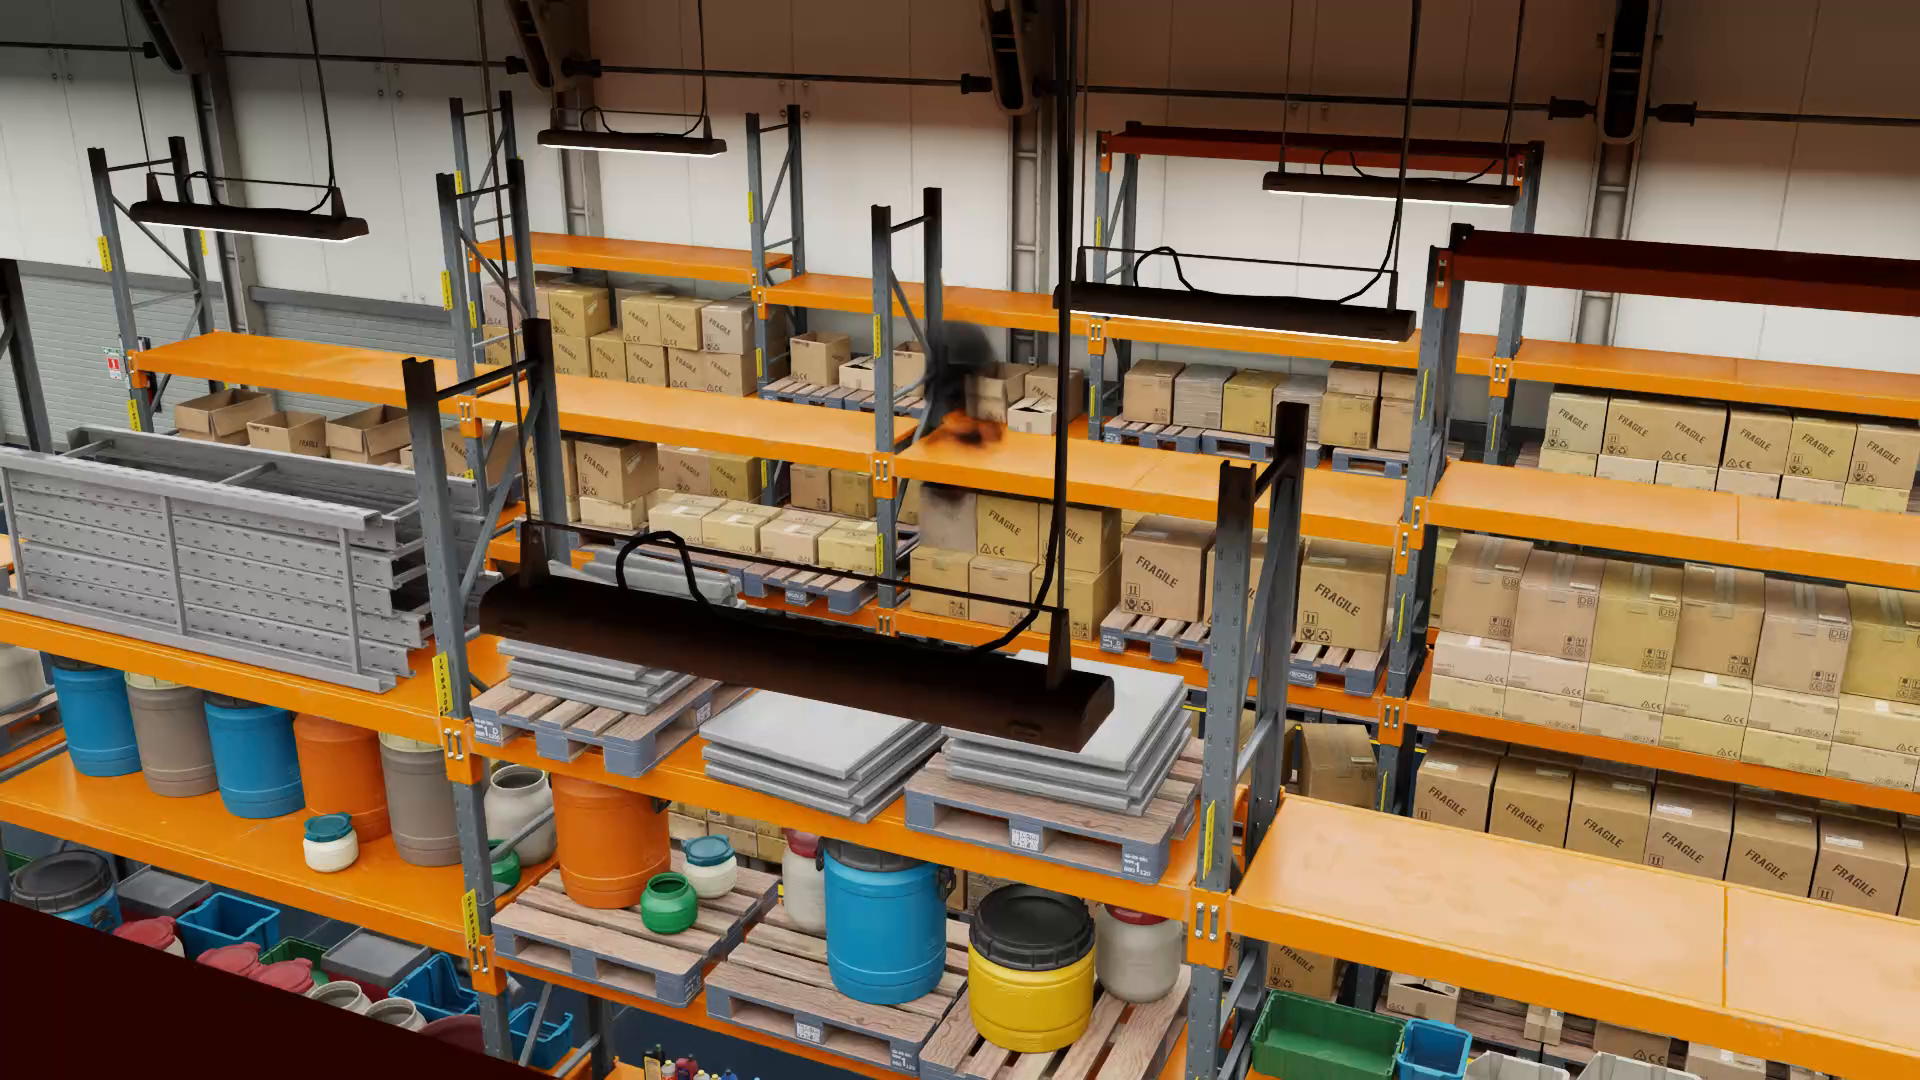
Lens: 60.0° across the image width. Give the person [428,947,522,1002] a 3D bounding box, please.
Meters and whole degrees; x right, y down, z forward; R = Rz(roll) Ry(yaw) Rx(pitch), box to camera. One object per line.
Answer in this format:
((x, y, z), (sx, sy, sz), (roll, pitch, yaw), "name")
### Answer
((-3.750, 2.879, 12.460), (0.762, 1.664, 0.709), (6, 21, 15), "person")
